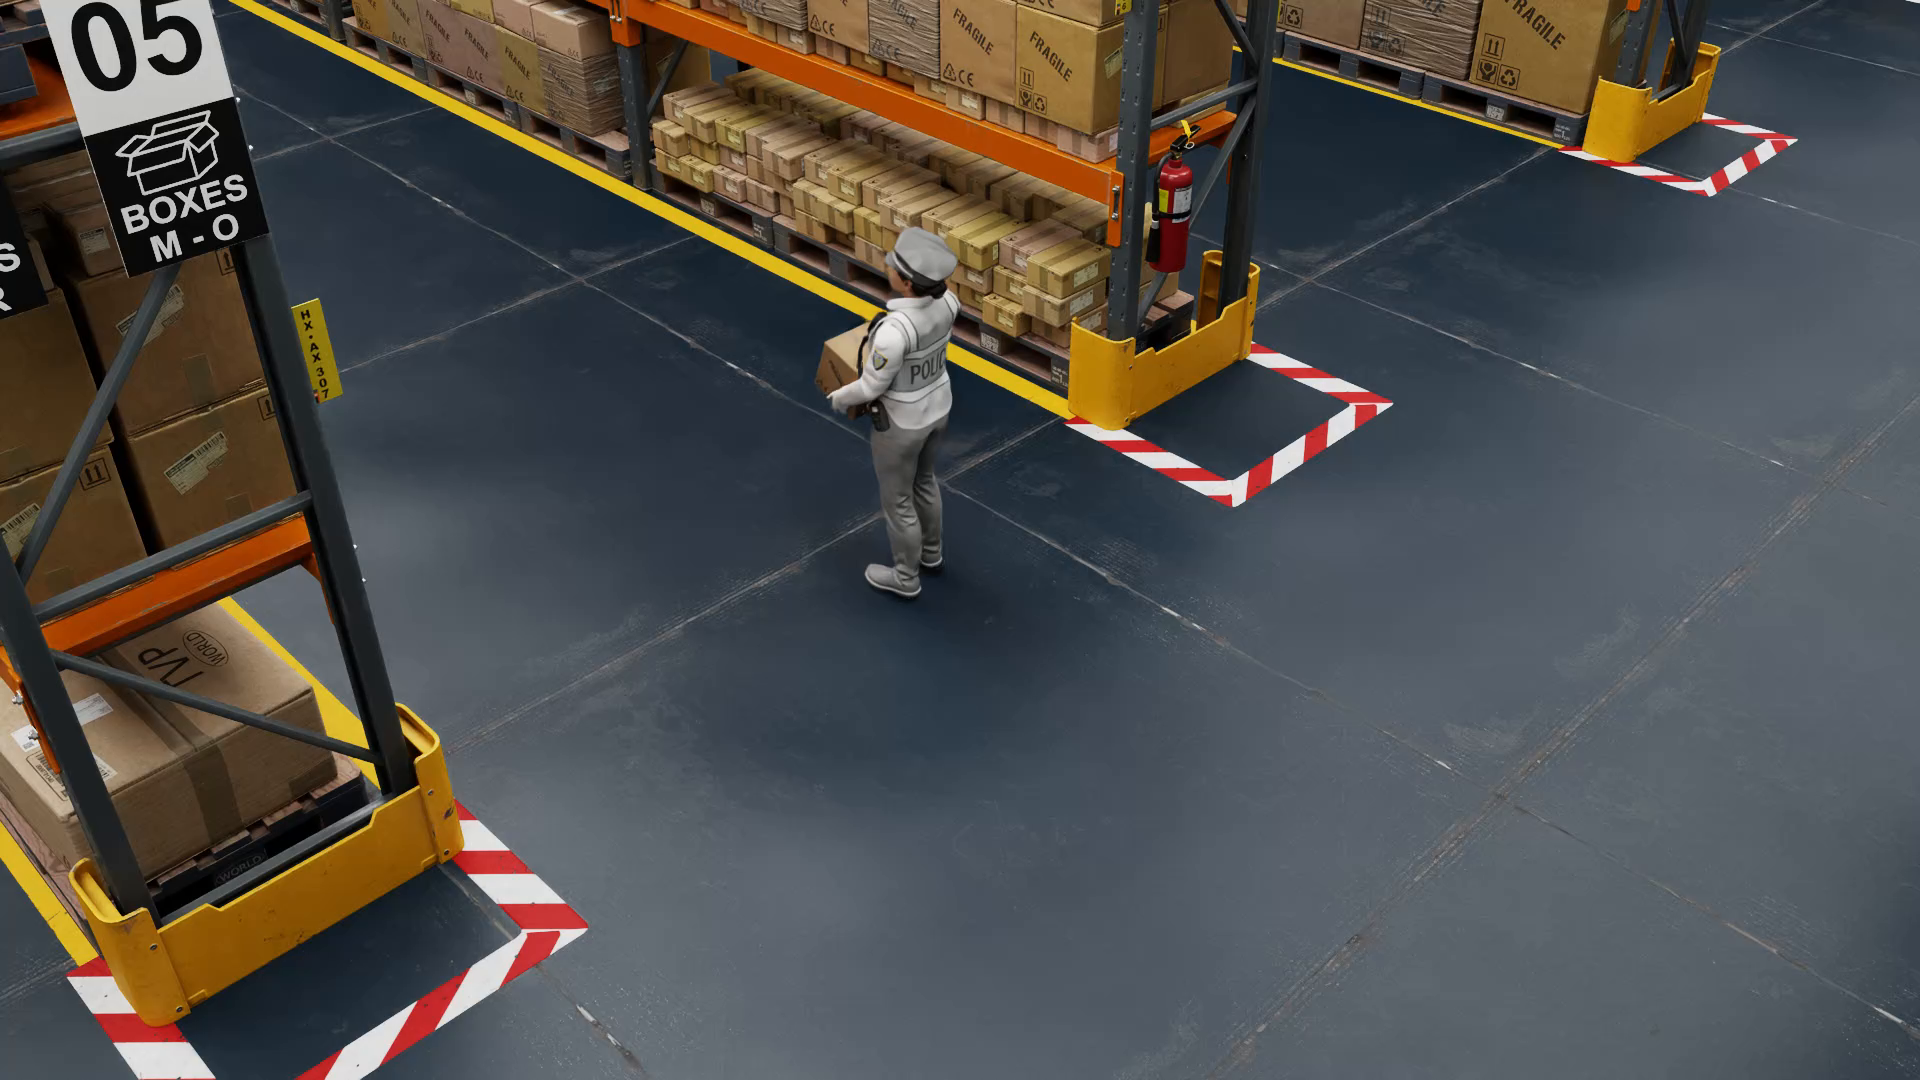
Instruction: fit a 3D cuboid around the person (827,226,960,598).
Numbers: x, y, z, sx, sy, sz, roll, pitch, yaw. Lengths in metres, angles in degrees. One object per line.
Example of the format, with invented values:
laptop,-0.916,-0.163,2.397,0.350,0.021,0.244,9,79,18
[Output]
person,-0.255,-0.522,6.840,0.543,1.700,0.494,21,41,27
